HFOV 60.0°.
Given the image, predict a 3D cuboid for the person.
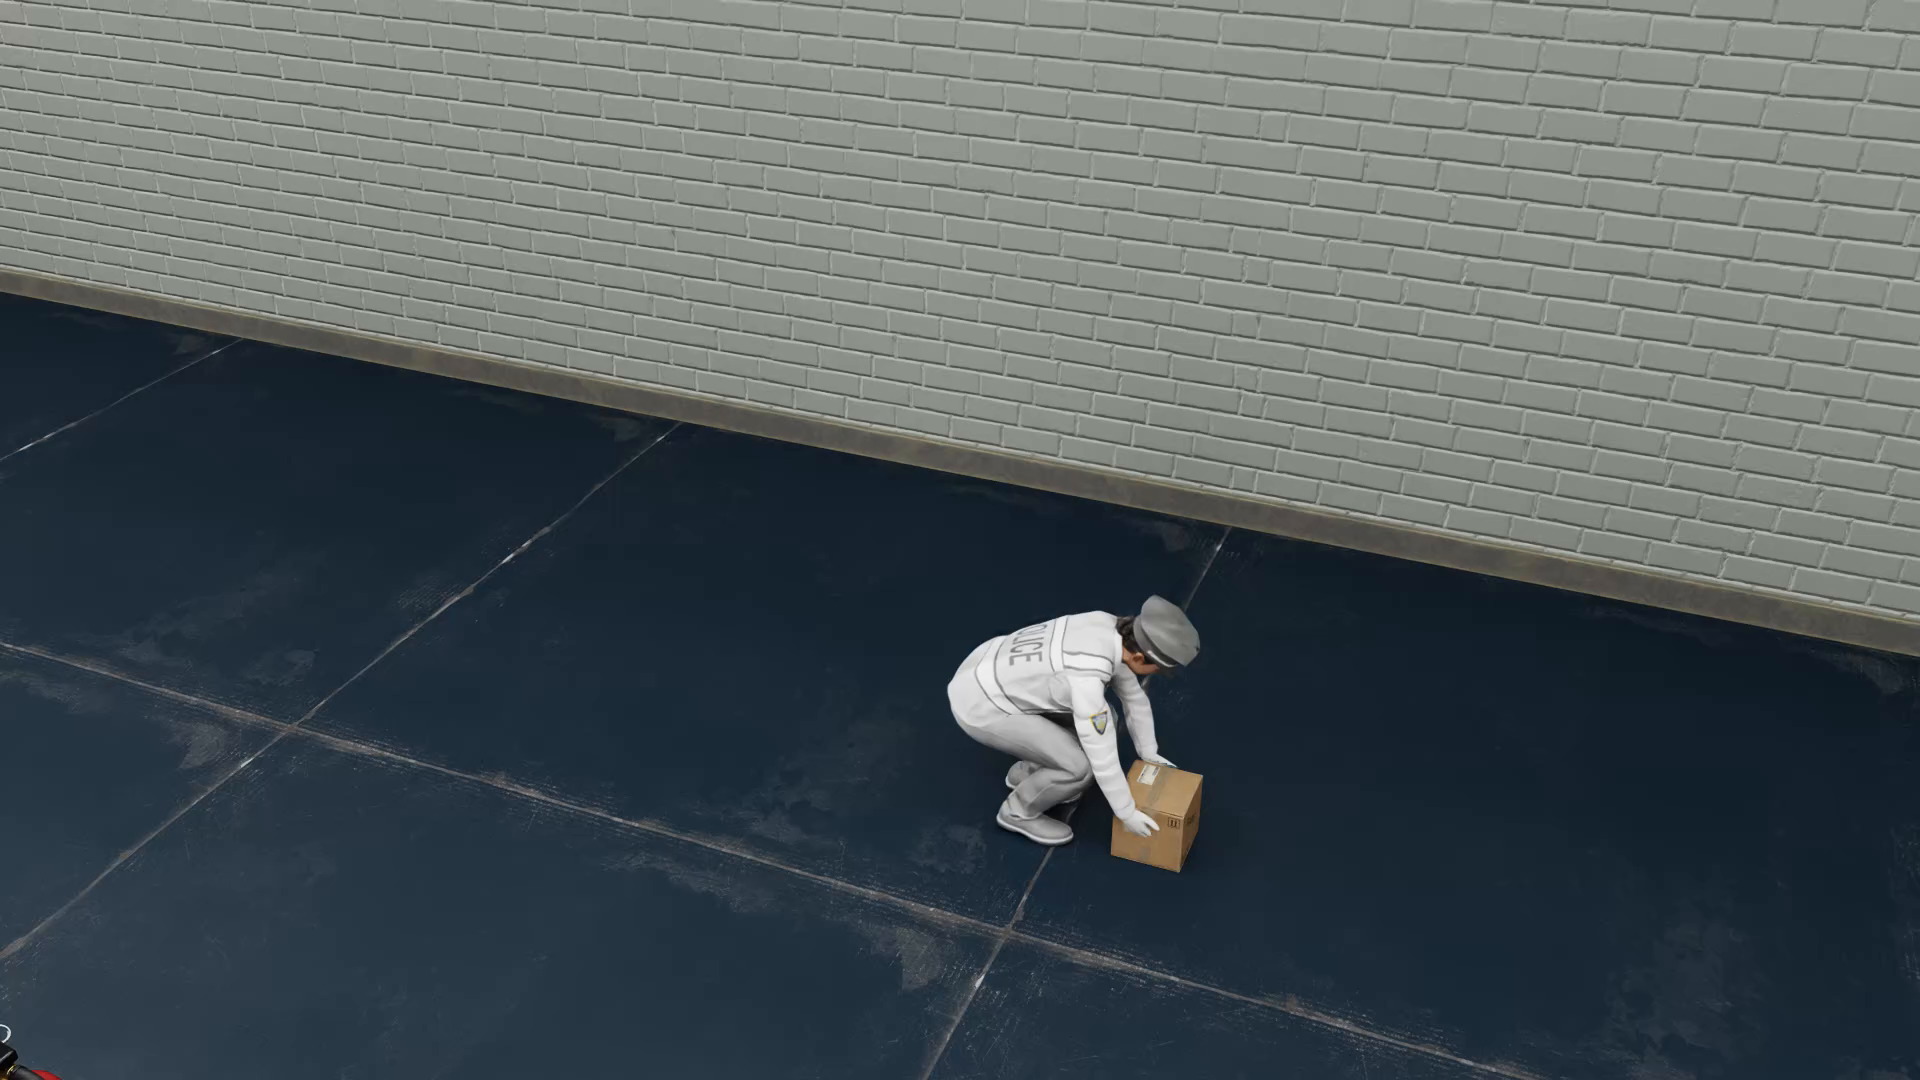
[{"bbox_3d":[0.397,0.611,5.826,0.854,0.913,0.478,11,32,19],"label":"person"}]
